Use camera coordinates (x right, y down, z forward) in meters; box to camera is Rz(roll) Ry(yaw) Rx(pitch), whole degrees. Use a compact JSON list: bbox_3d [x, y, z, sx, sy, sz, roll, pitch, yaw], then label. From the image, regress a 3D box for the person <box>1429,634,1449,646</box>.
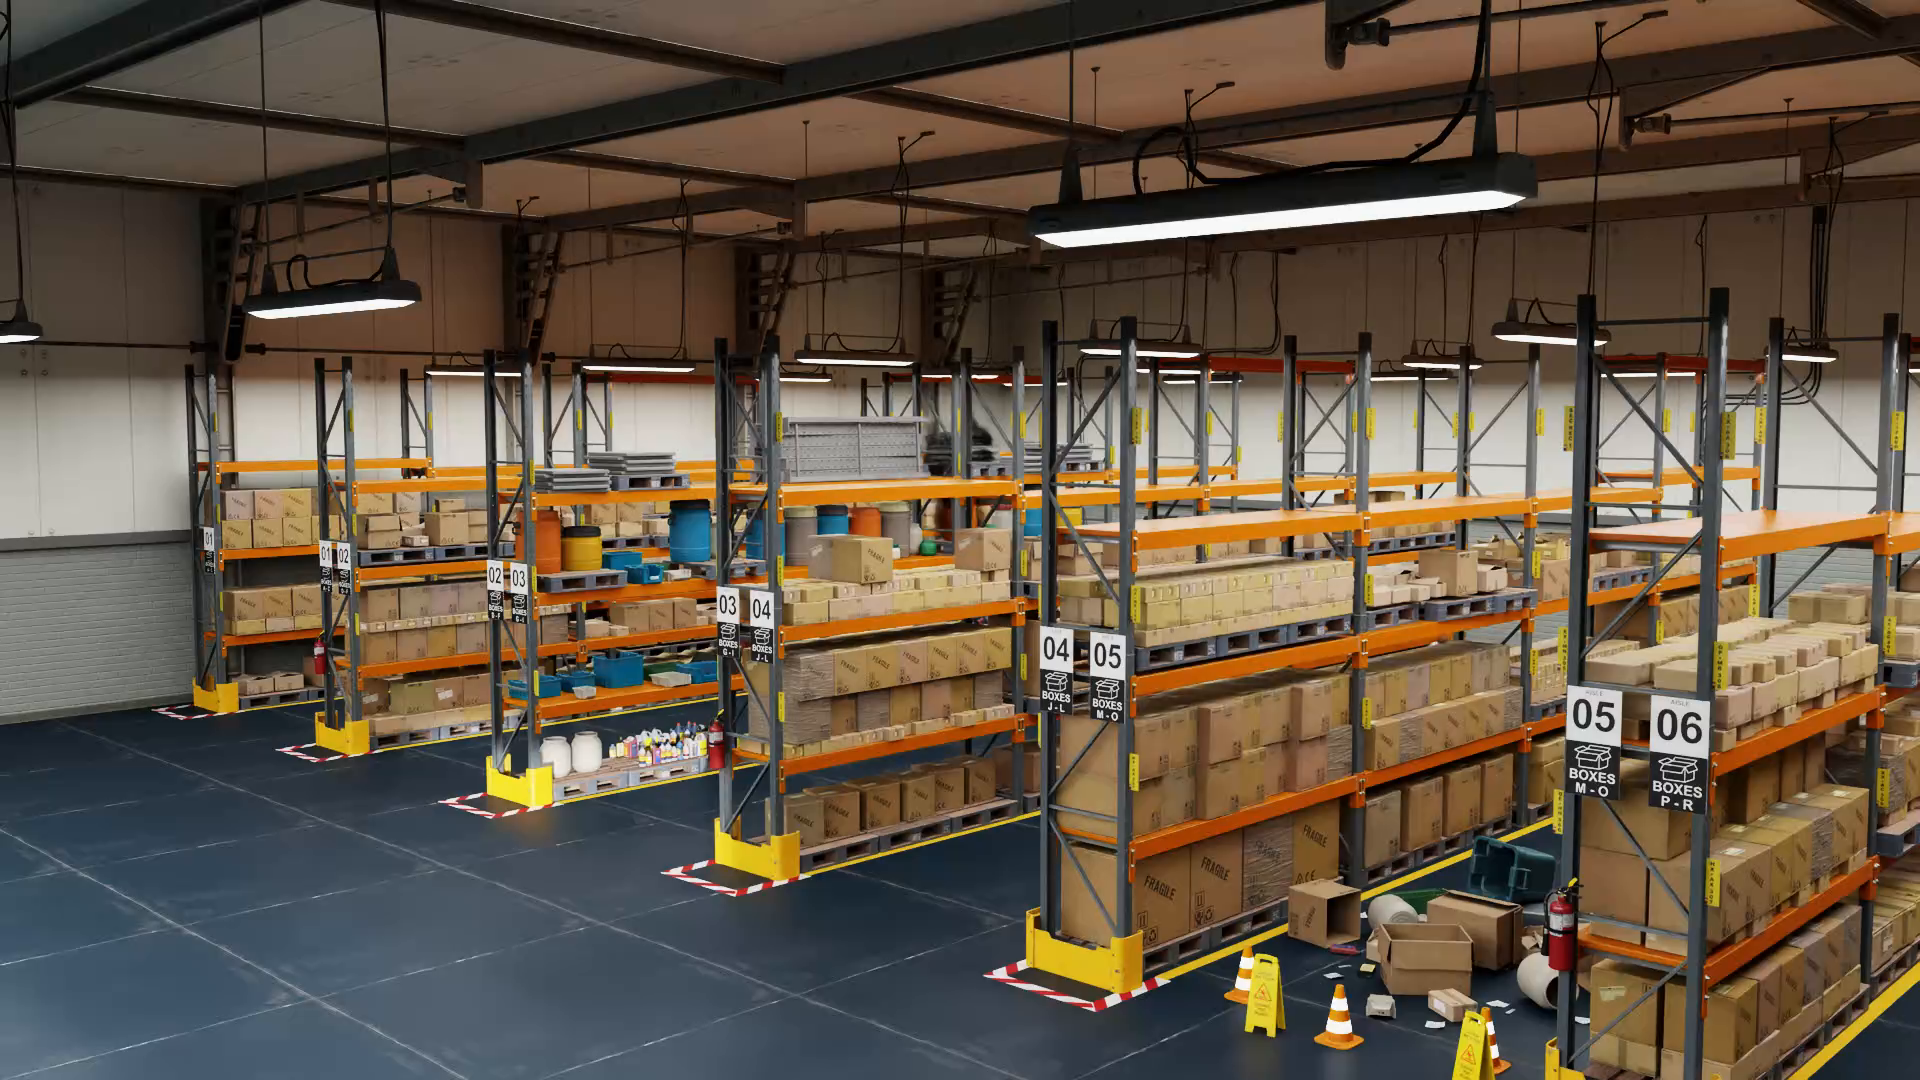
[{"bbox_3d":[7.689,2.249,26.500,0.658,1.779,0.928,3,5,33],"label":"person"}]
